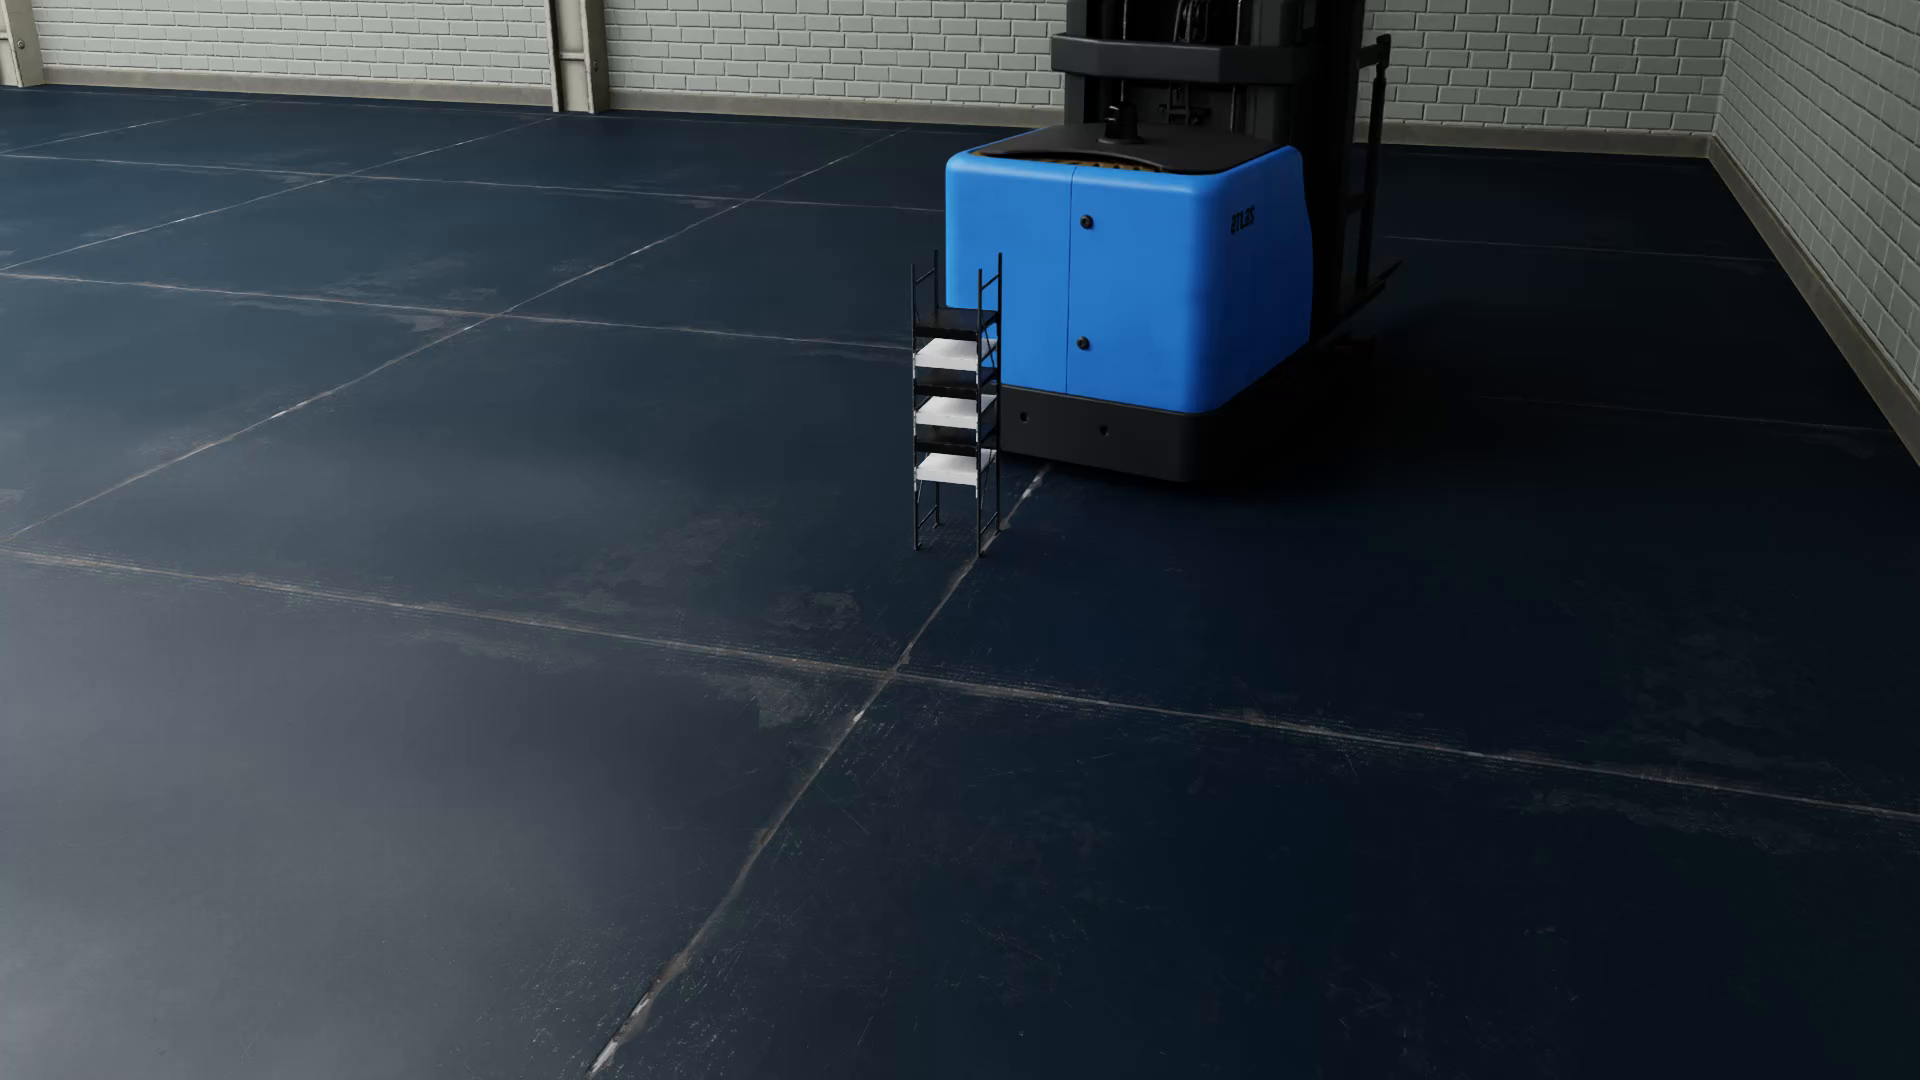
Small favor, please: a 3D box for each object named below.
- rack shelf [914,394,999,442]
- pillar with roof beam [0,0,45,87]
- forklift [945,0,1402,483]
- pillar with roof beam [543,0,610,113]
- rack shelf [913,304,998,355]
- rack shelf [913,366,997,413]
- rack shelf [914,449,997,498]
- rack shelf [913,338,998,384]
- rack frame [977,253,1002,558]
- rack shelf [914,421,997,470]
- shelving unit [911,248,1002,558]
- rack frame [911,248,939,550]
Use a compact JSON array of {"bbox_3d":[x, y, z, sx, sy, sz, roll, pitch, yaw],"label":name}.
[{"bbox_3d":[-0.008,-0.386,5.114,0.200,0.077,0.258,7,23,16],"label":"rack shelf"},{"bbox_3d":[-10.226,-6.946,10.346,0.400,9.000,9.100,7,23,16],"label":"pillar with roof beam"},{"bbox_3d":[1.090,-2.062,6.434,1.130,2.935,3.031,12,25,27],"label":"forklift"},{"bbox_3d":[-4.482,-6.288,8.743,0.400,9.000,9.100,7,23,16],"label":"pillar with roof beam"},{"bbox_3d":[-0.008,-0.636,5.012,0.200,0.077,0.258,7,23,16],"label":"rack shelf"},{"bbox_3d":[-0.008,-0.470,5.080,0.200,0.077,0.258,7,23,16],"label":"rack shelf"},{"bbox_3d":[-0.008,-0.220,5.182,0.200,0.077,0.258,7,23,16],"label":"rack shelf"},{"bbox_3d":[-0.008,-0.553,5.046,0.200,0.077,0.258,7,23,16],"label":"rack shelf"},{"bbox_3d":[0.090,-0.406,5.074,0.006,0.900,0.240,7,23,16],"label":"rack frame"},{"bbox_3d":[-0.008,-0.303,5.148,0.200,0.077,0.258,7,23,16],"label":"rack shelf"},{"bbox_3d":[-0.008,-0.417,5.101,0.210,0.900,0.258,7,23,16],"label":"shelving unit"},{"bbox_3d":[-0.105,-0.428,5.129,0.006,0.900,0.240,7,23,16],"label":"rack frame"}]
